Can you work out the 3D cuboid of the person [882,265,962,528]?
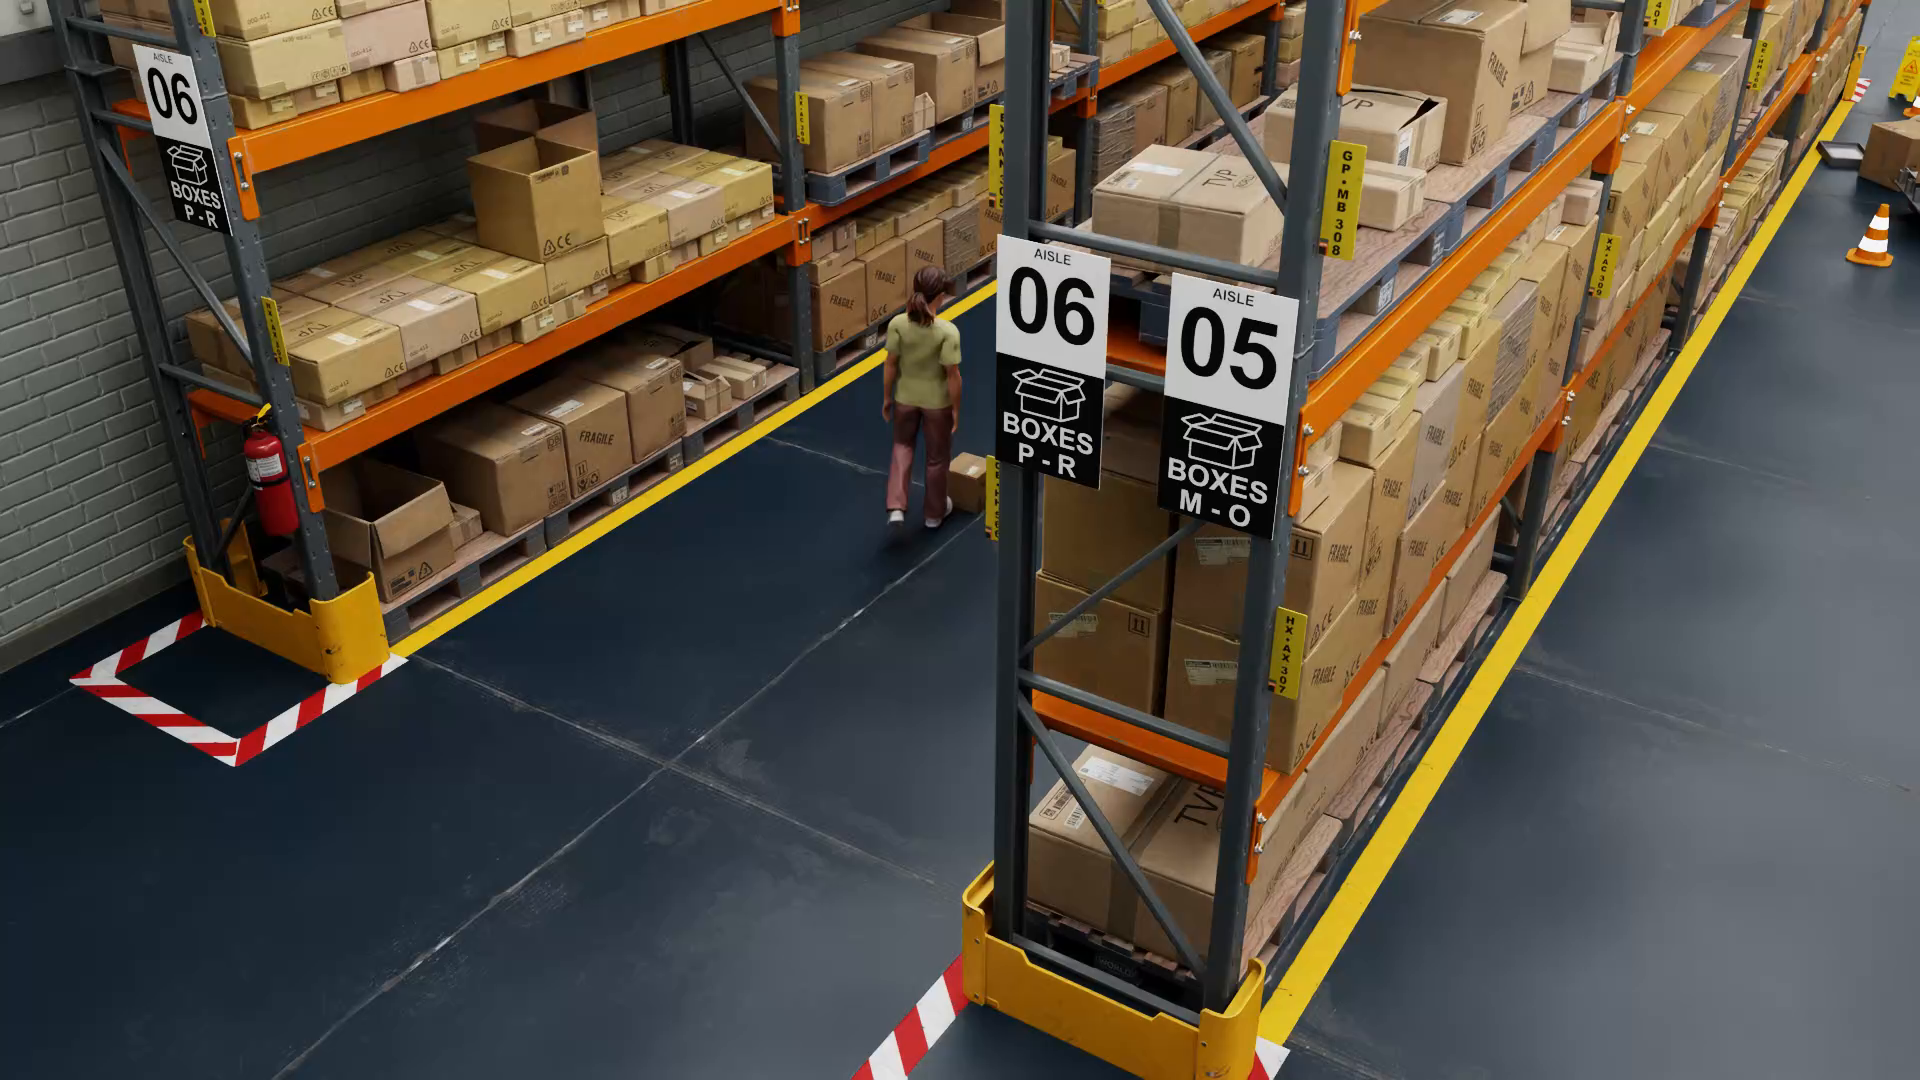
[{"bbox_3d":[-0.190,-0.759,9.499,0.478,1.597,0.610,9,32,14],"label":"person"}]
